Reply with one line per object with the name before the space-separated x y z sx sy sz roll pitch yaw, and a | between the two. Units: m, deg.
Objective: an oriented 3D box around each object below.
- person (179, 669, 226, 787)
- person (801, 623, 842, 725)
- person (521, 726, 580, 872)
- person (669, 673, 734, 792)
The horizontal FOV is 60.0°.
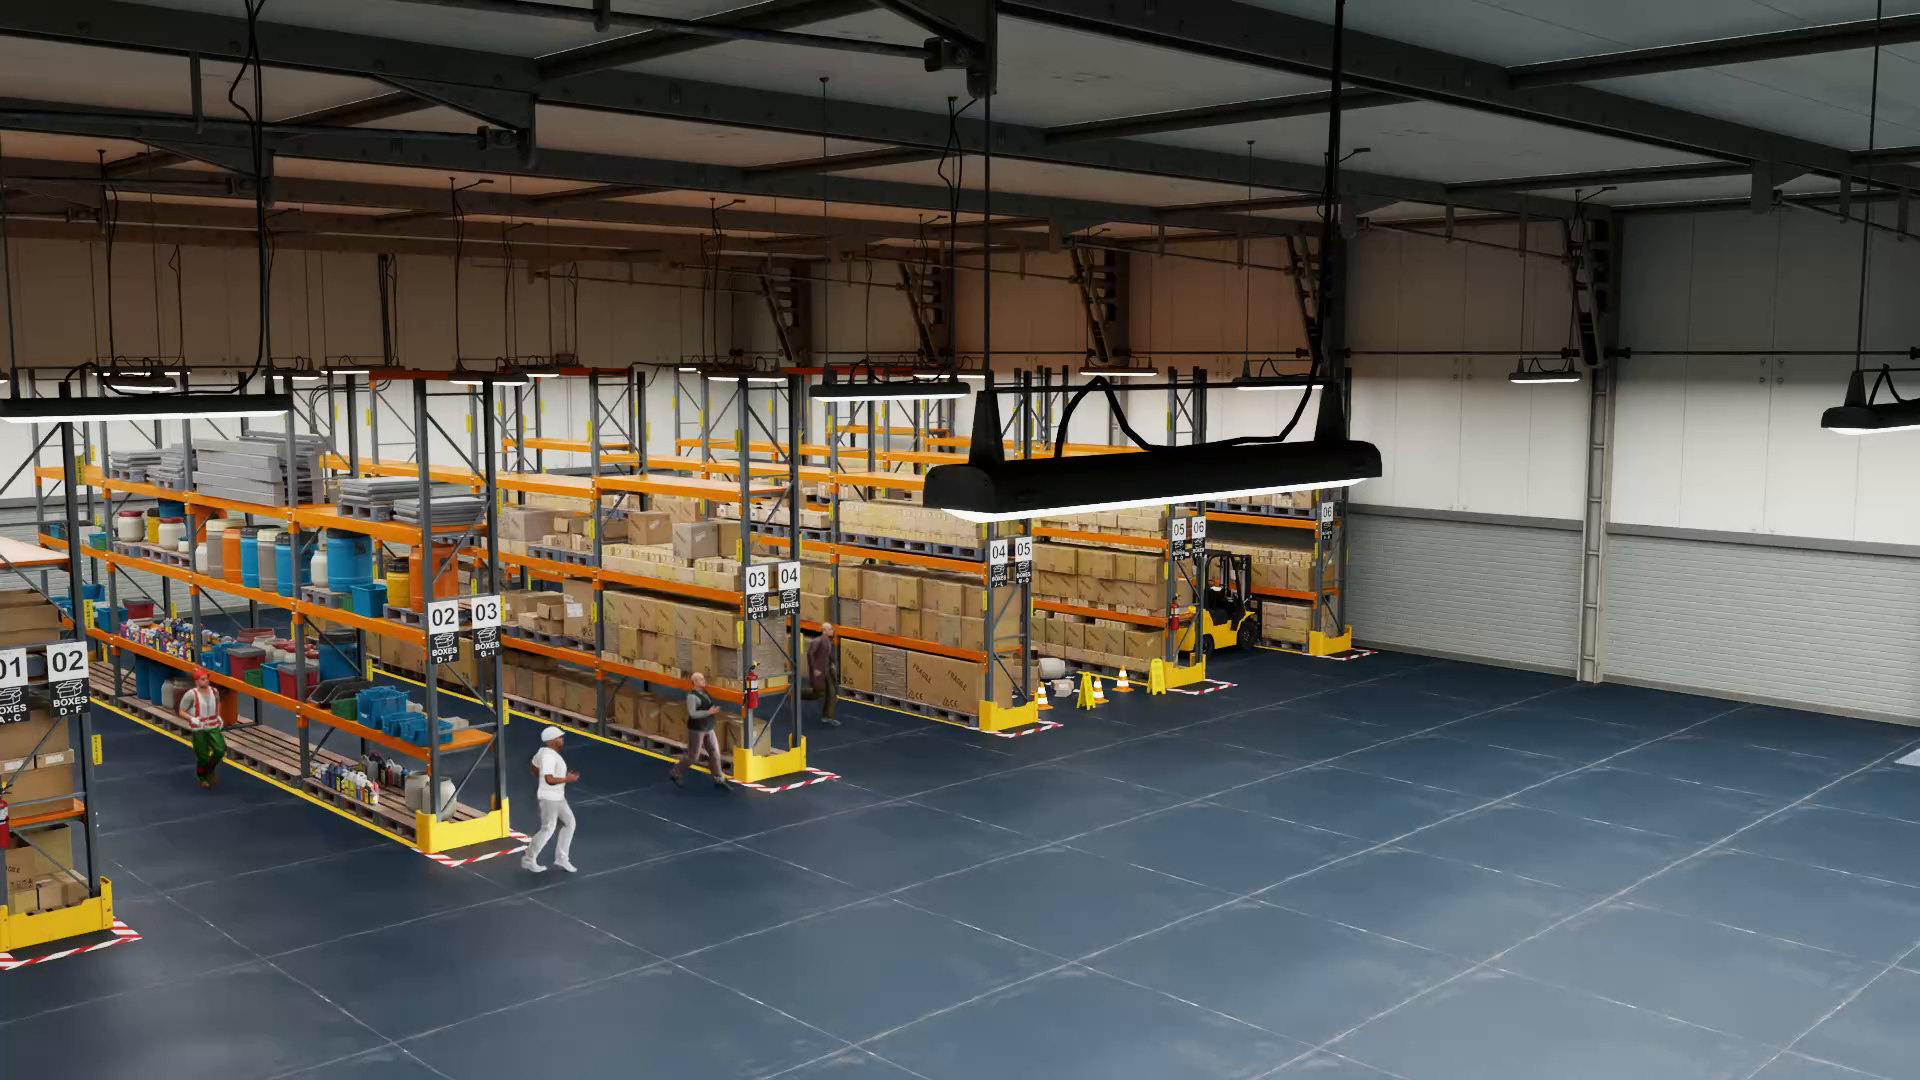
person | -10.933 2.740 24.094 0.578 1.744 0.659 6 9 42
person | -2.439 2.322 28.489 0.938 1.671 0.718 3 7 27
person | -4.998 3.180 20.316 0.720 1.806 0.689 -1 7 -9
person | -3.734 2.754 23.928 0.957 1.719 0.651 2 7 20
